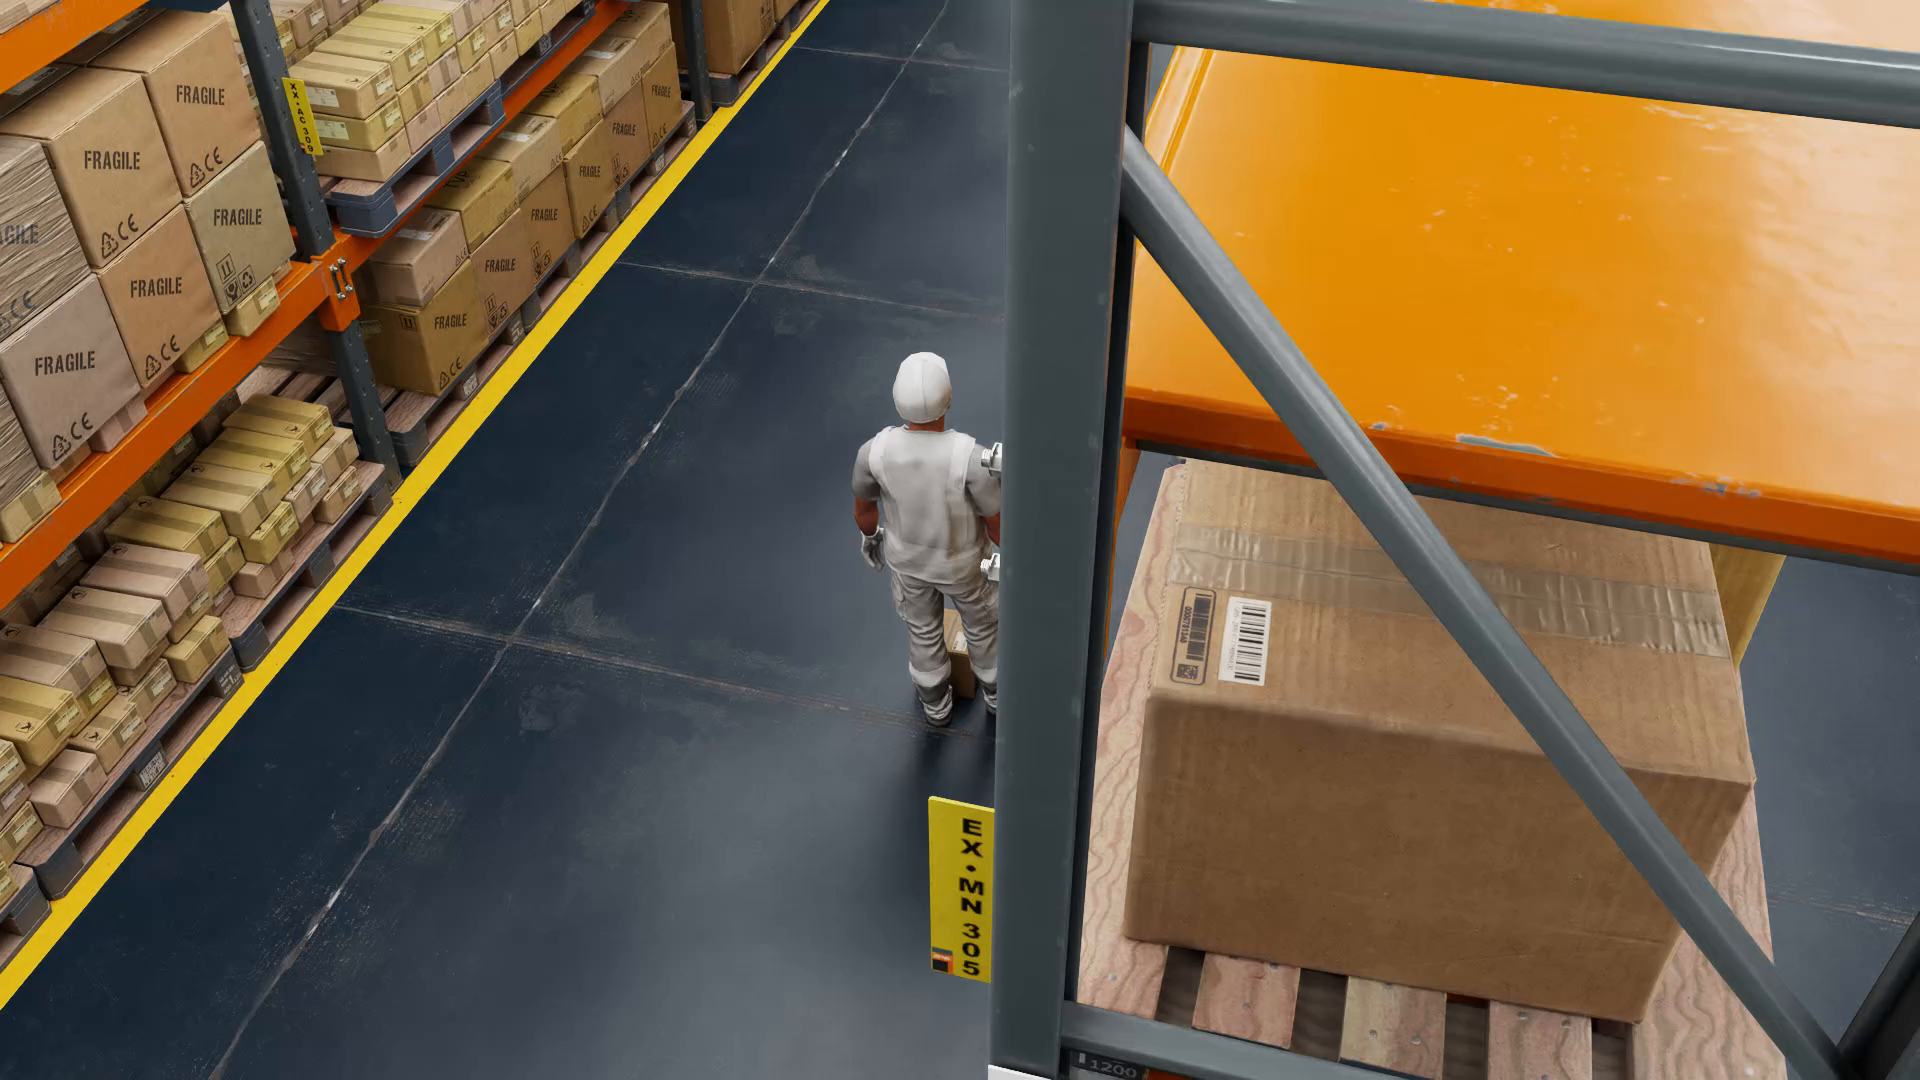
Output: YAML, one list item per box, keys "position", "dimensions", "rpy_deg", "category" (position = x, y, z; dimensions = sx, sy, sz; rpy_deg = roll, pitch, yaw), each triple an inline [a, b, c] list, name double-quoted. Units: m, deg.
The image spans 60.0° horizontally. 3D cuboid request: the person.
- position: [-0.052, 0.004, 6.287]
  dimensions: [0.638, 1.788, 0.563]
  rpy_deg: [10, 42, 11]
  category: "person"
